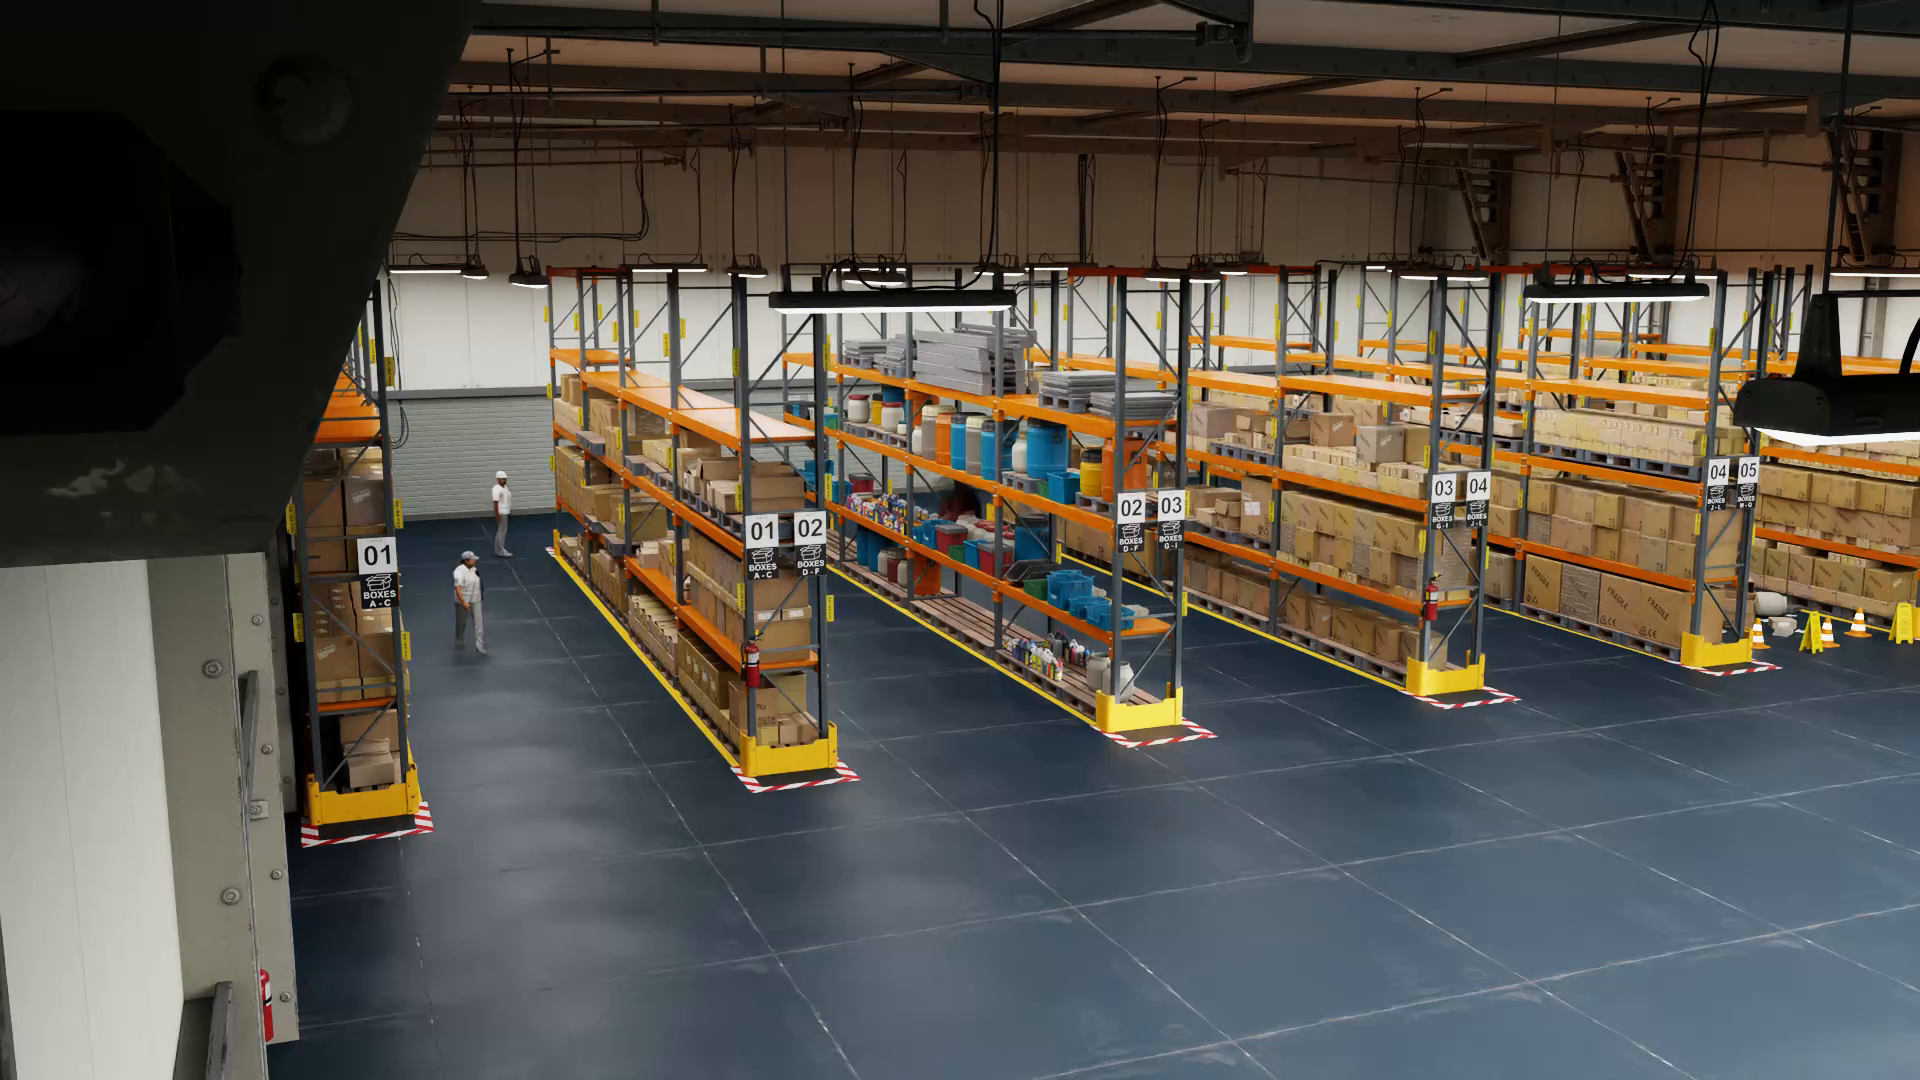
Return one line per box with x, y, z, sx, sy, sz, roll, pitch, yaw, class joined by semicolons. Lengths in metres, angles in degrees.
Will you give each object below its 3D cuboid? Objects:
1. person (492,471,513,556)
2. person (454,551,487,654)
-9.553;-0.562;34.707;0.383;1.766;0.601;-2;10;-9;person
-7.809;0.973;26.426;0.463;1.622;0.978;-5;11;-27;person
